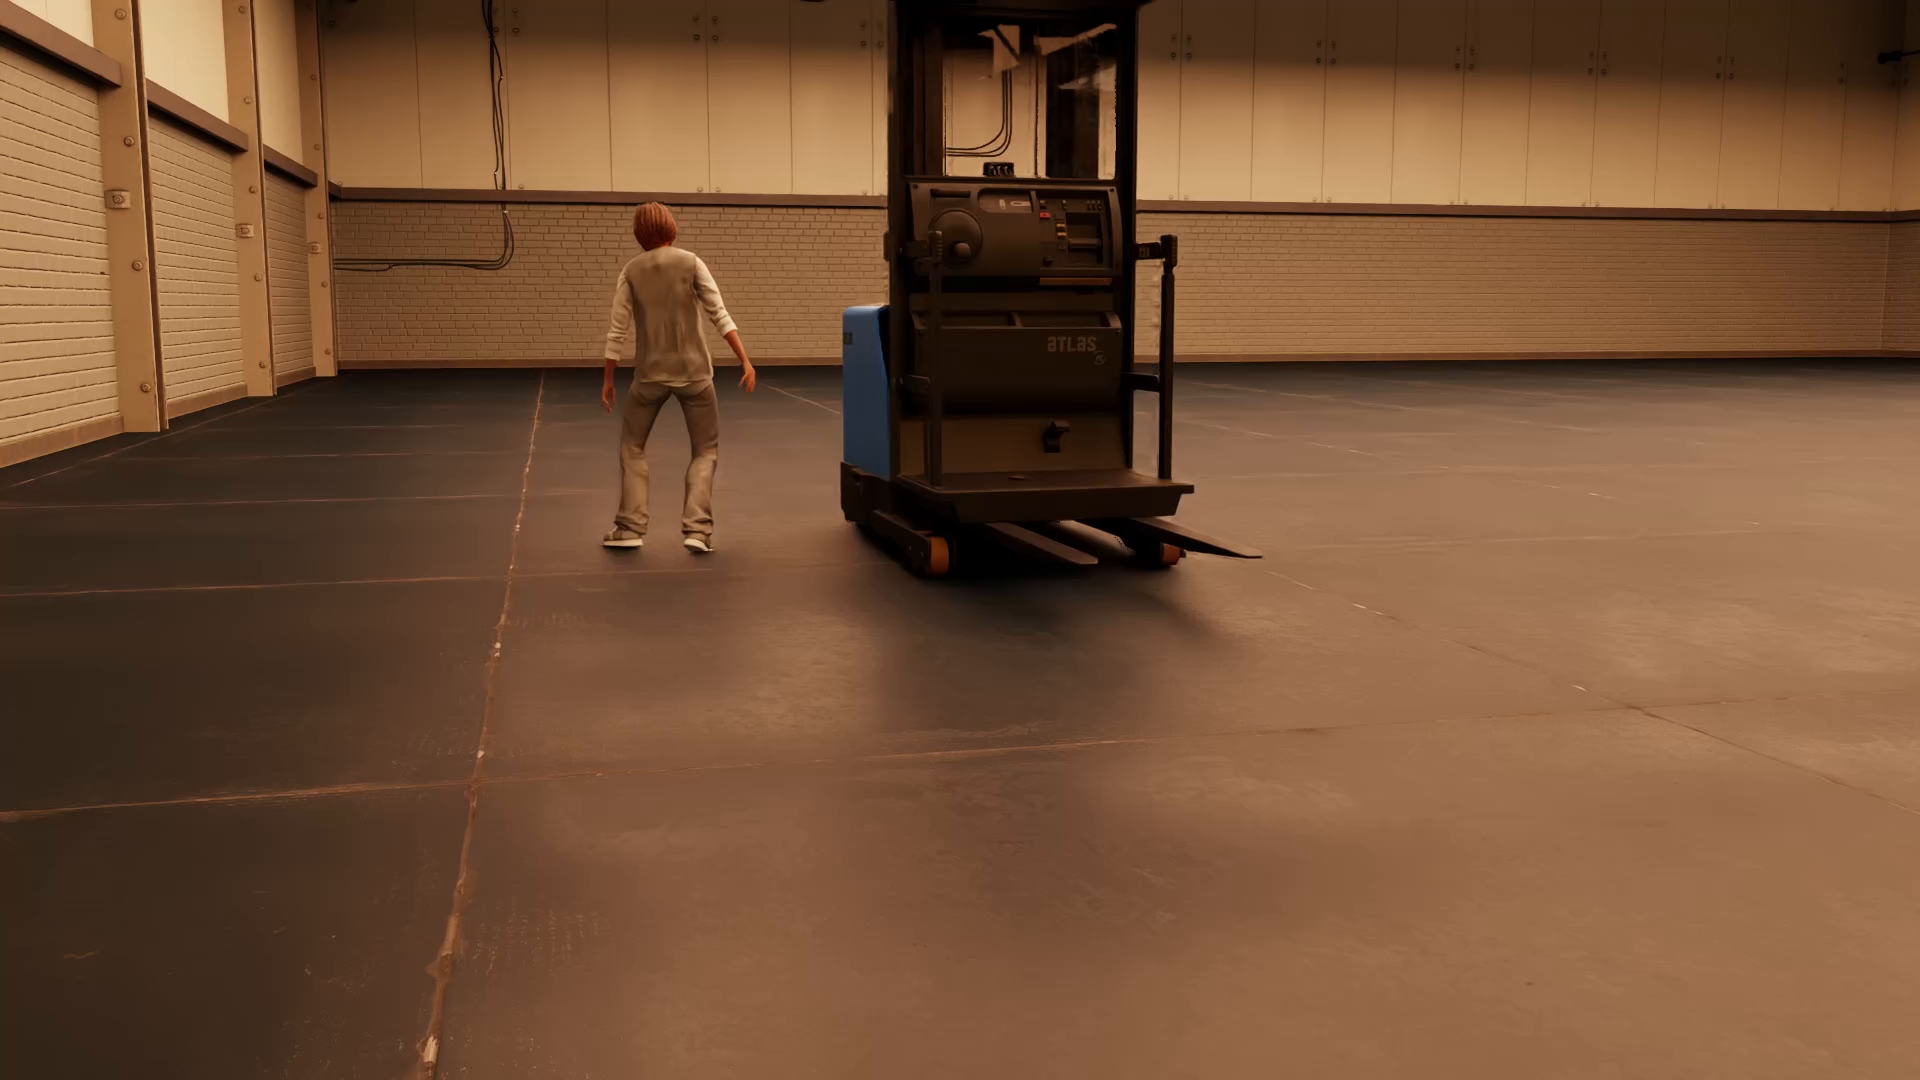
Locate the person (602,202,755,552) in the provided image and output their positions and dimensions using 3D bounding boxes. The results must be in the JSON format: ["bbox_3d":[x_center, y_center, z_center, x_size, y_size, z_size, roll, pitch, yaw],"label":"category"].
[{"bbox_3d":[-1.264,-0.703,7.345,0.732,1.567,0.428,0,8,3],"label":"person"}]

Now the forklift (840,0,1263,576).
[{"bbox_3d":[0.302,-1.365,6.884,1.130,2.935,3.031,-2,8,-16],"label":"forklift"}]
